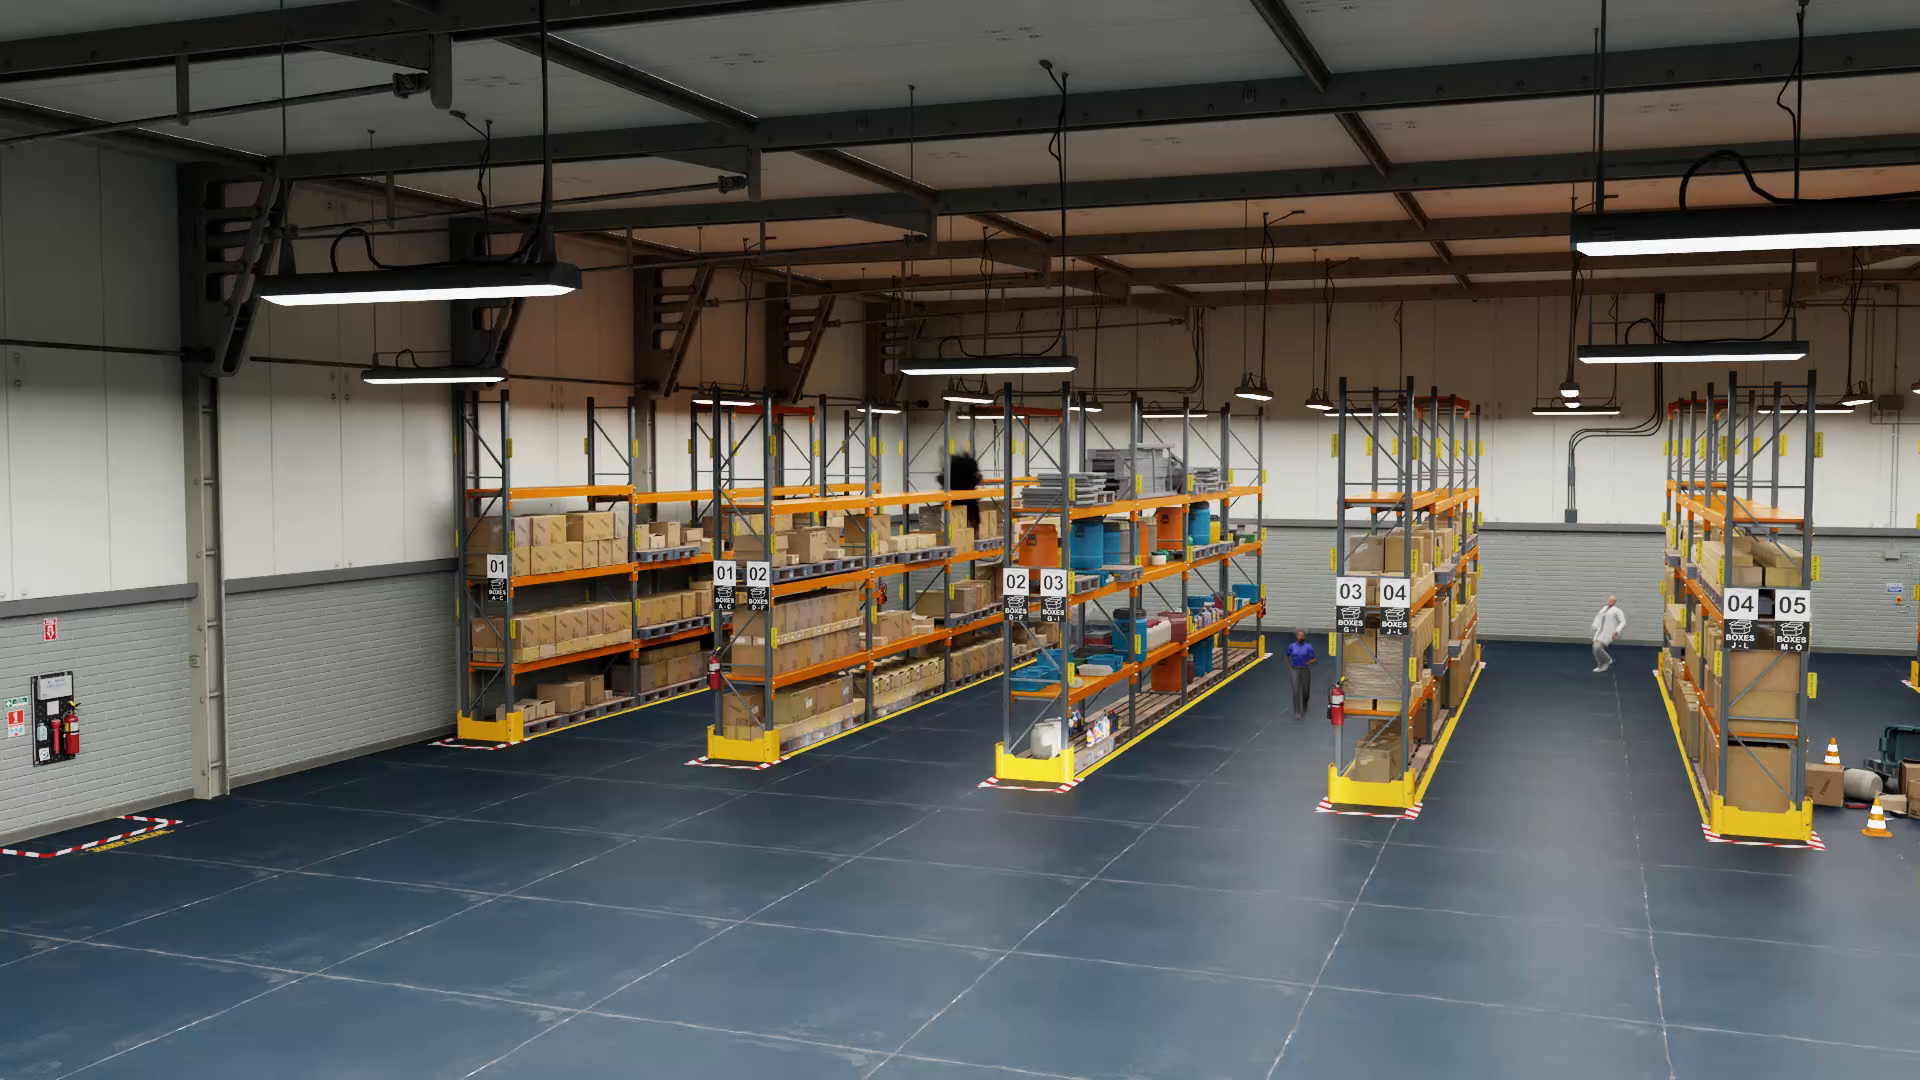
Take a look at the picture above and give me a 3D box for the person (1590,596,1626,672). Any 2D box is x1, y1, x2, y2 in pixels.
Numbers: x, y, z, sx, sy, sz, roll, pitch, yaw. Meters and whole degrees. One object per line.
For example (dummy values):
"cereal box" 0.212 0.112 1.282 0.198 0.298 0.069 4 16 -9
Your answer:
"person" 14.408 2.104 37.168 0.561 1.721 0.770 -1 3 -19

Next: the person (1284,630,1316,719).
"person" 6.327 2.481 30.948 0.588 1.623 0.834 1 3 12

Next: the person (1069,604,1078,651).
"person" 2.470 1.875 36.648 0.529 1.596 0.805 1 3 11
